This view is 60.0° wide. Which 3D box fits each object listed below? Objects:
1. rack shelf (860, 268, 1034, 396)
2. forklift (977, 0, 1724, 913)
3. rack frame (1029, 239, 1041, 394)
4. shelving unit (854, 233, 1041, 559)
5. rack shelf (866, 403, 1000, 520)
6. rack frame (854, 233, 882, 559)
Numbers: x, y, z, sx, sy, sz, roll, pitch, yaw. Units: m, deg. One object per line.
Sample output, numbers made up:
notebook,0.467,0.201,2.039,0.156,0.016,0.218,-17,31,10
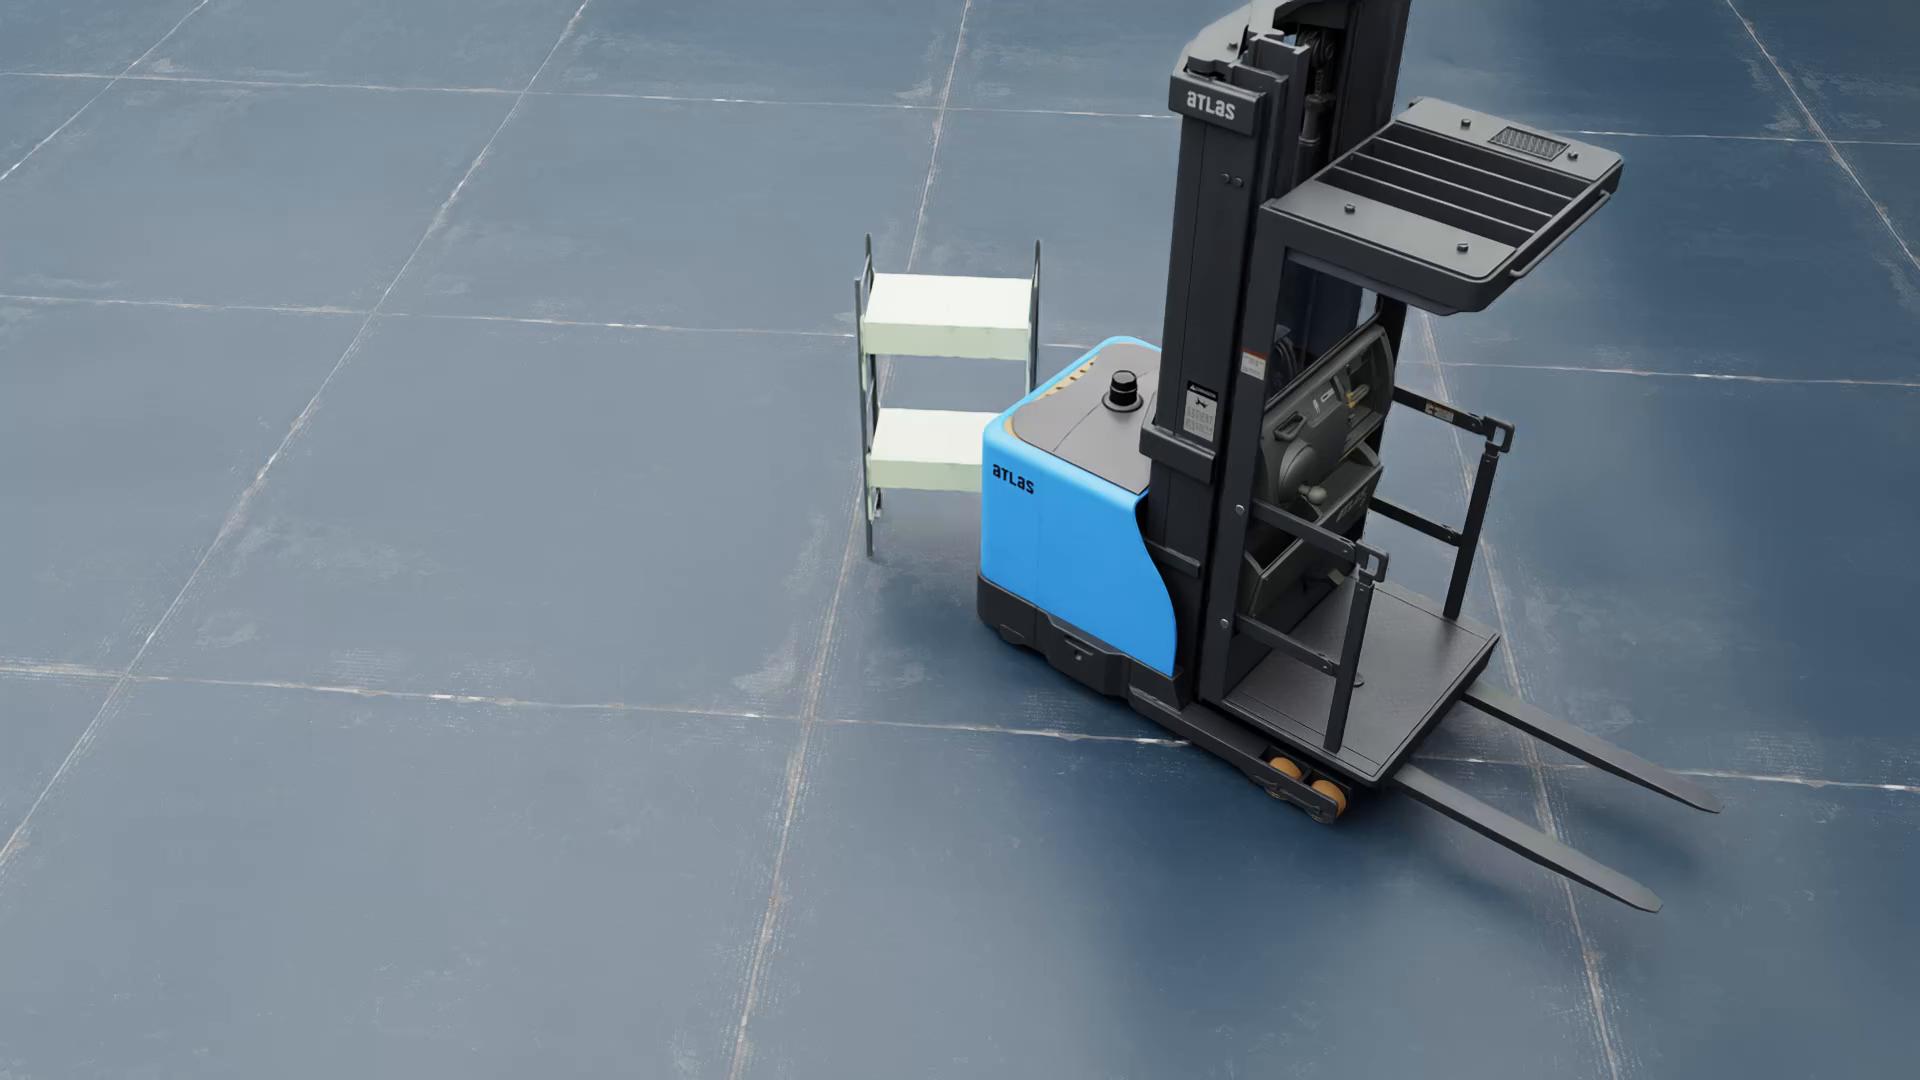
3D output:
rack shelf,-0.044,-0.903,7.223,0.720,0.370,0.431,3,39,4
forklift,1.533,-0.404,6.095,3.031,2.935,1.130,28,47,30
rack frame,0.320,-0.582,7.447,0.023,1.500,0.400,3,39,4
shelving unit,-0.044,-0.600,7.470,0.755,1.500,0.431,3,39,4
rack shelf,-0.044,-0.347,7.676,0.720,0.370,0.431,3,39,4
rack frame,-0.409,-0.619,7.492,0.023,1.500,0.400,3,39,4
